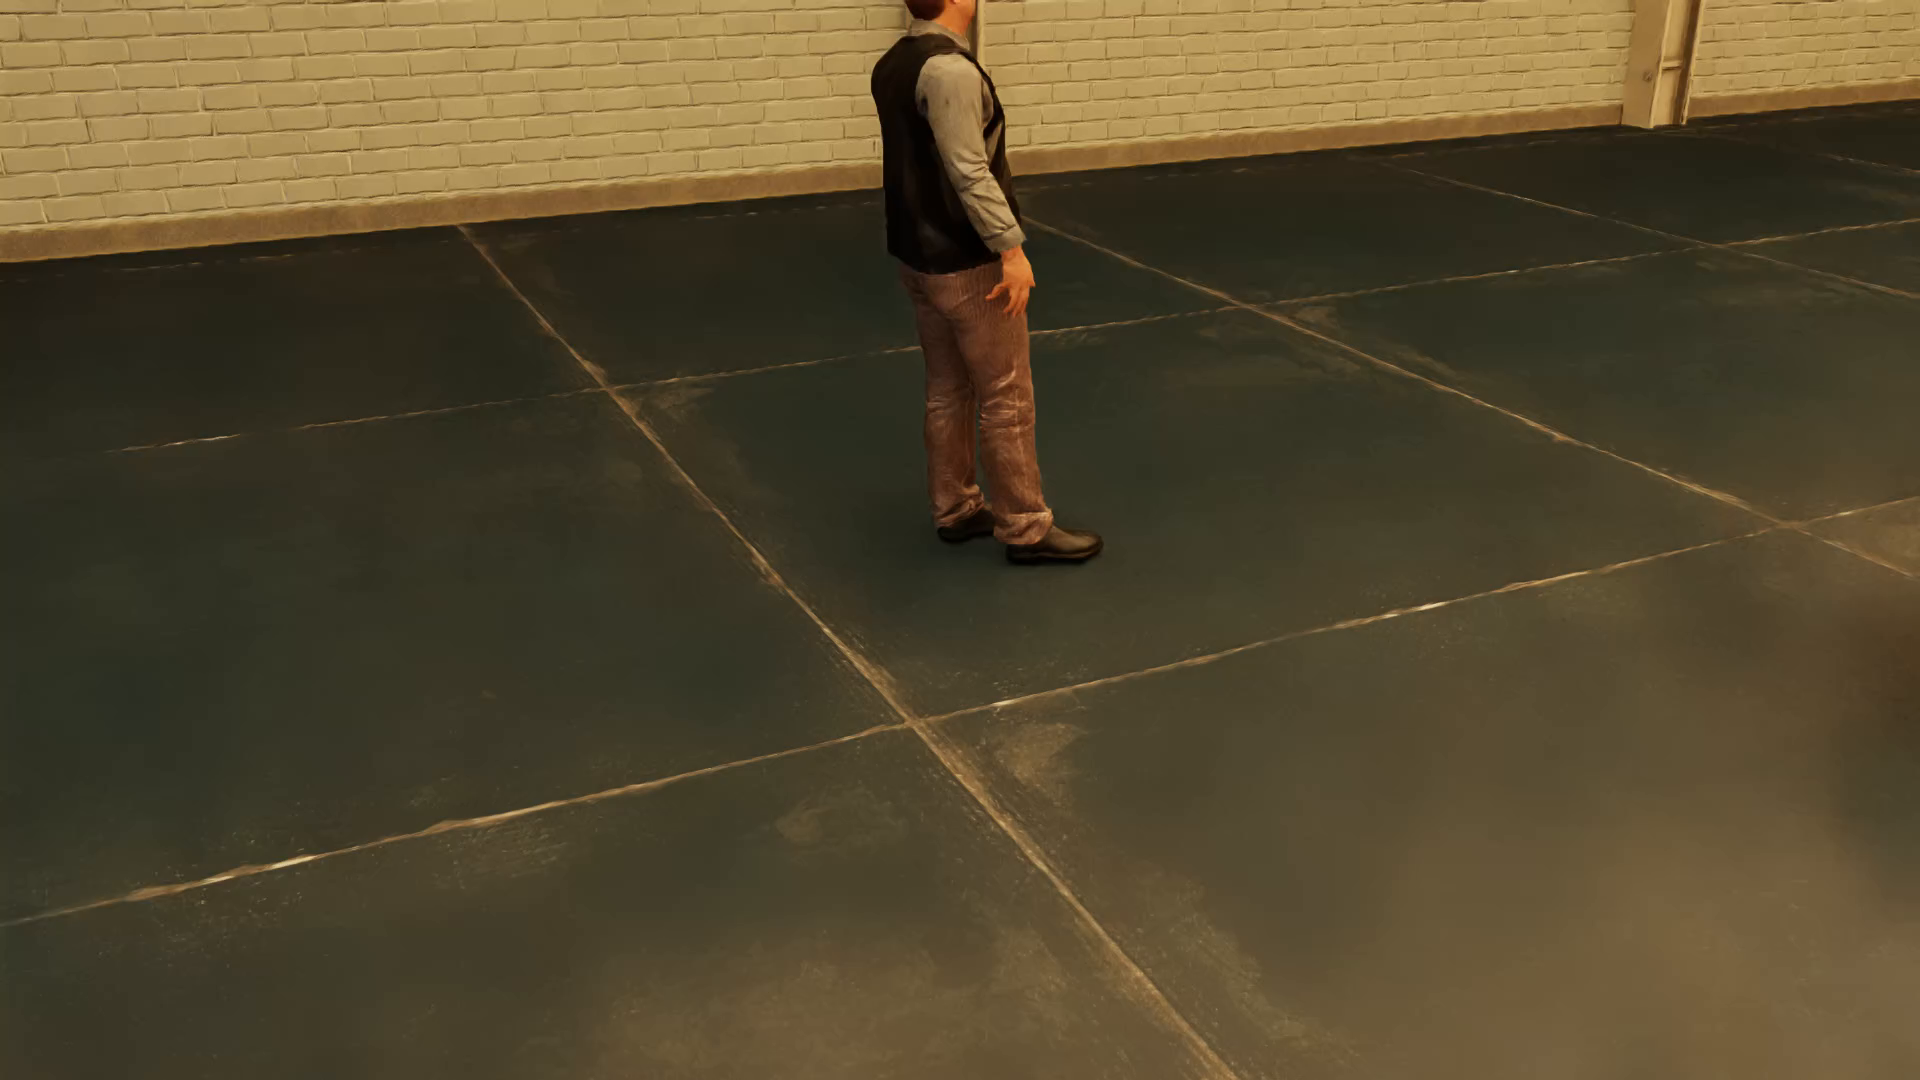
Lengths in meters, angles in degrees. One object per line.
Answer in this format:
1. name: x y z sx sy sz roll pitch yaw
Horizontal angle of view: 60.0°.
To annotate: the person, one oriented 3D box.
1. person: 0.060 -0.809 4.791 0.567 1.720 0.632 -10 25 -23
